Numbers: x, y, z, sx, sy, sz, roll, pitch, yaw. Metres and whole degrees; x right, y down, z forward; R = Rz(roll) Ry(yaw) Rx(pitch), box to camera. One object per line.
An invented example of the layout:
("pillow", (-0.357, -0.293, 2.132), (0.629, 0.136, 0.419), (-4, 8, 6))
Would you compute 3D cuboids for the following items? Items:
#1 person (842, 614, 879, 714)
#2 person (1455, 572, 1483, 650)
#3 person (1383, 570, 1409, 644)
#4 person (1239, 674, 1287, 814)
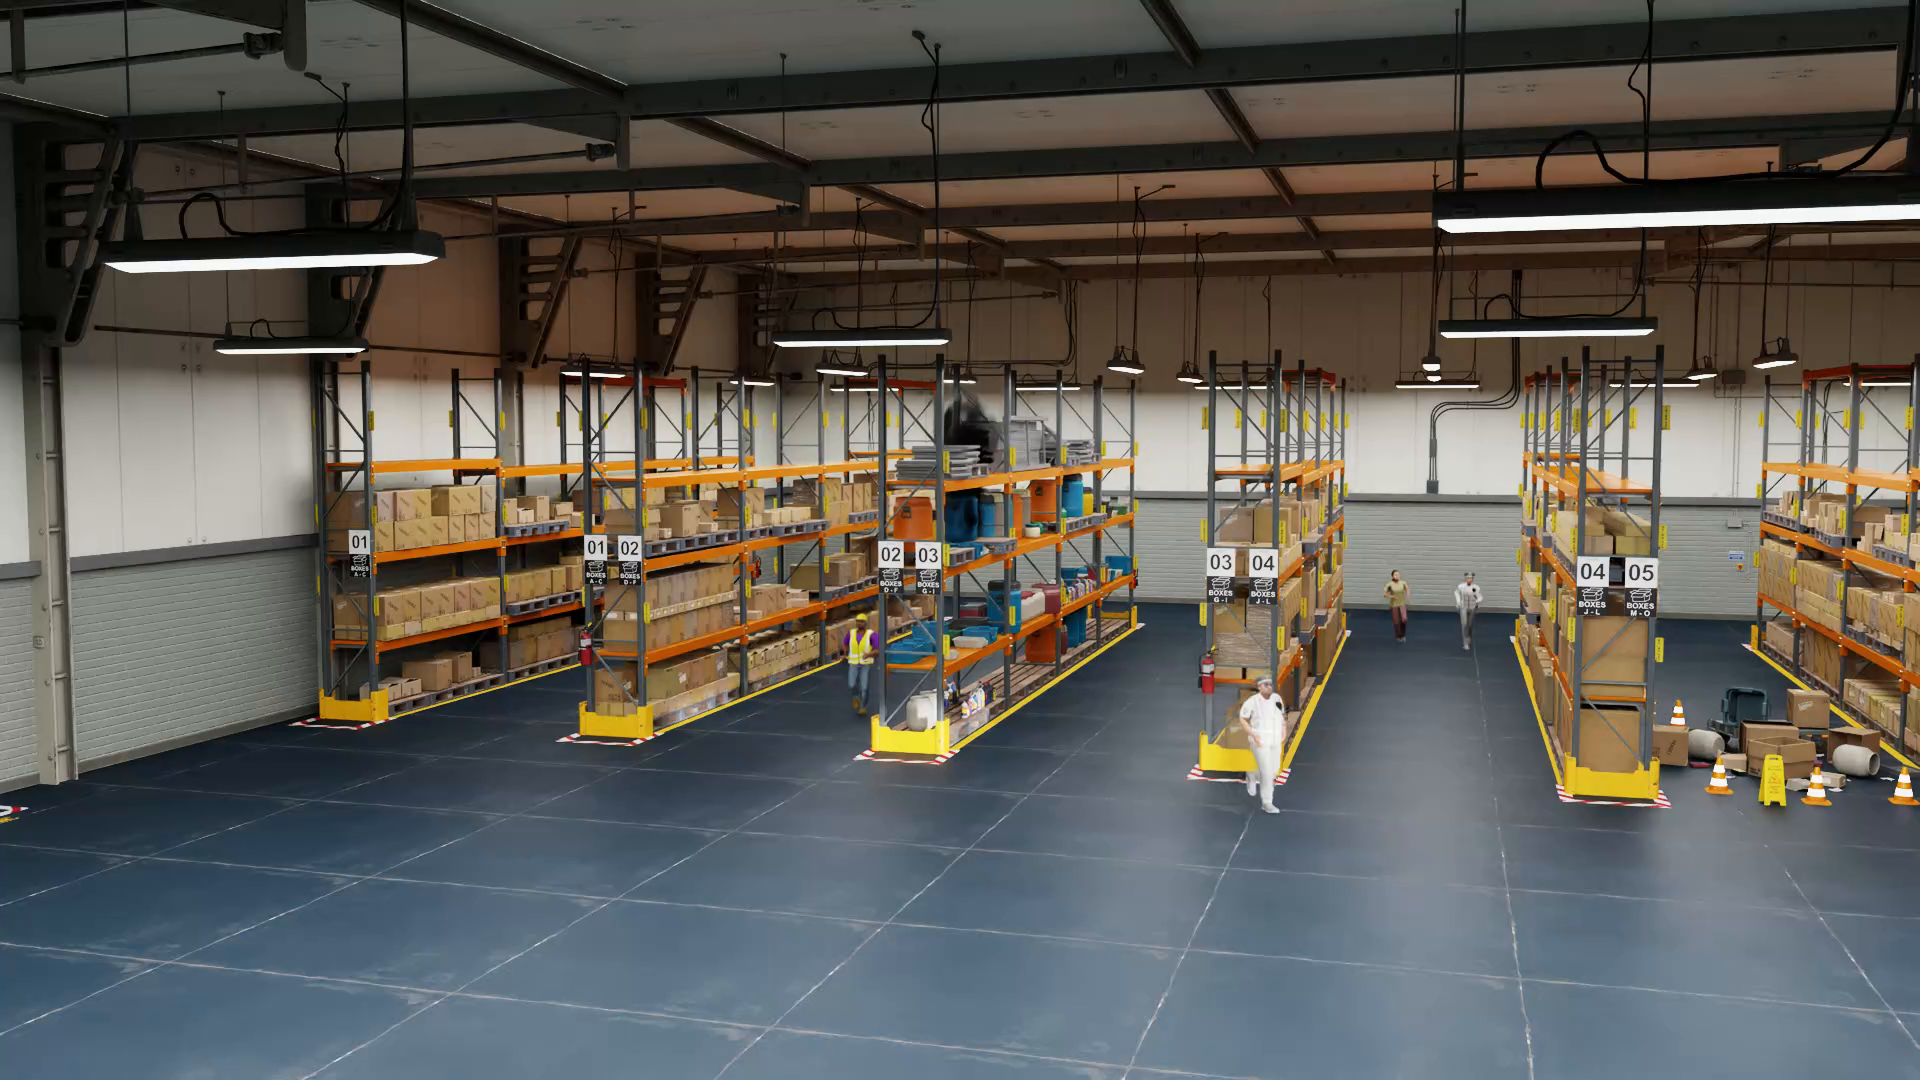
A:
("person", (-1.703, 2.113, 28.284), (0.690, 1.720, 0.597), (1, 4, 8))
("person", (11.231, 1.539, 36.733), (0.570, 1.697, 0.929), (1, 4, 10))
("person", (9.840, 1.503, 37.466), (0.606, 1.661, 0.597), (0, 4, 5))
("person", (3.907, 2.583, 21.455), (0.659, 1.774, 0.790), (-2, 4, -24))
